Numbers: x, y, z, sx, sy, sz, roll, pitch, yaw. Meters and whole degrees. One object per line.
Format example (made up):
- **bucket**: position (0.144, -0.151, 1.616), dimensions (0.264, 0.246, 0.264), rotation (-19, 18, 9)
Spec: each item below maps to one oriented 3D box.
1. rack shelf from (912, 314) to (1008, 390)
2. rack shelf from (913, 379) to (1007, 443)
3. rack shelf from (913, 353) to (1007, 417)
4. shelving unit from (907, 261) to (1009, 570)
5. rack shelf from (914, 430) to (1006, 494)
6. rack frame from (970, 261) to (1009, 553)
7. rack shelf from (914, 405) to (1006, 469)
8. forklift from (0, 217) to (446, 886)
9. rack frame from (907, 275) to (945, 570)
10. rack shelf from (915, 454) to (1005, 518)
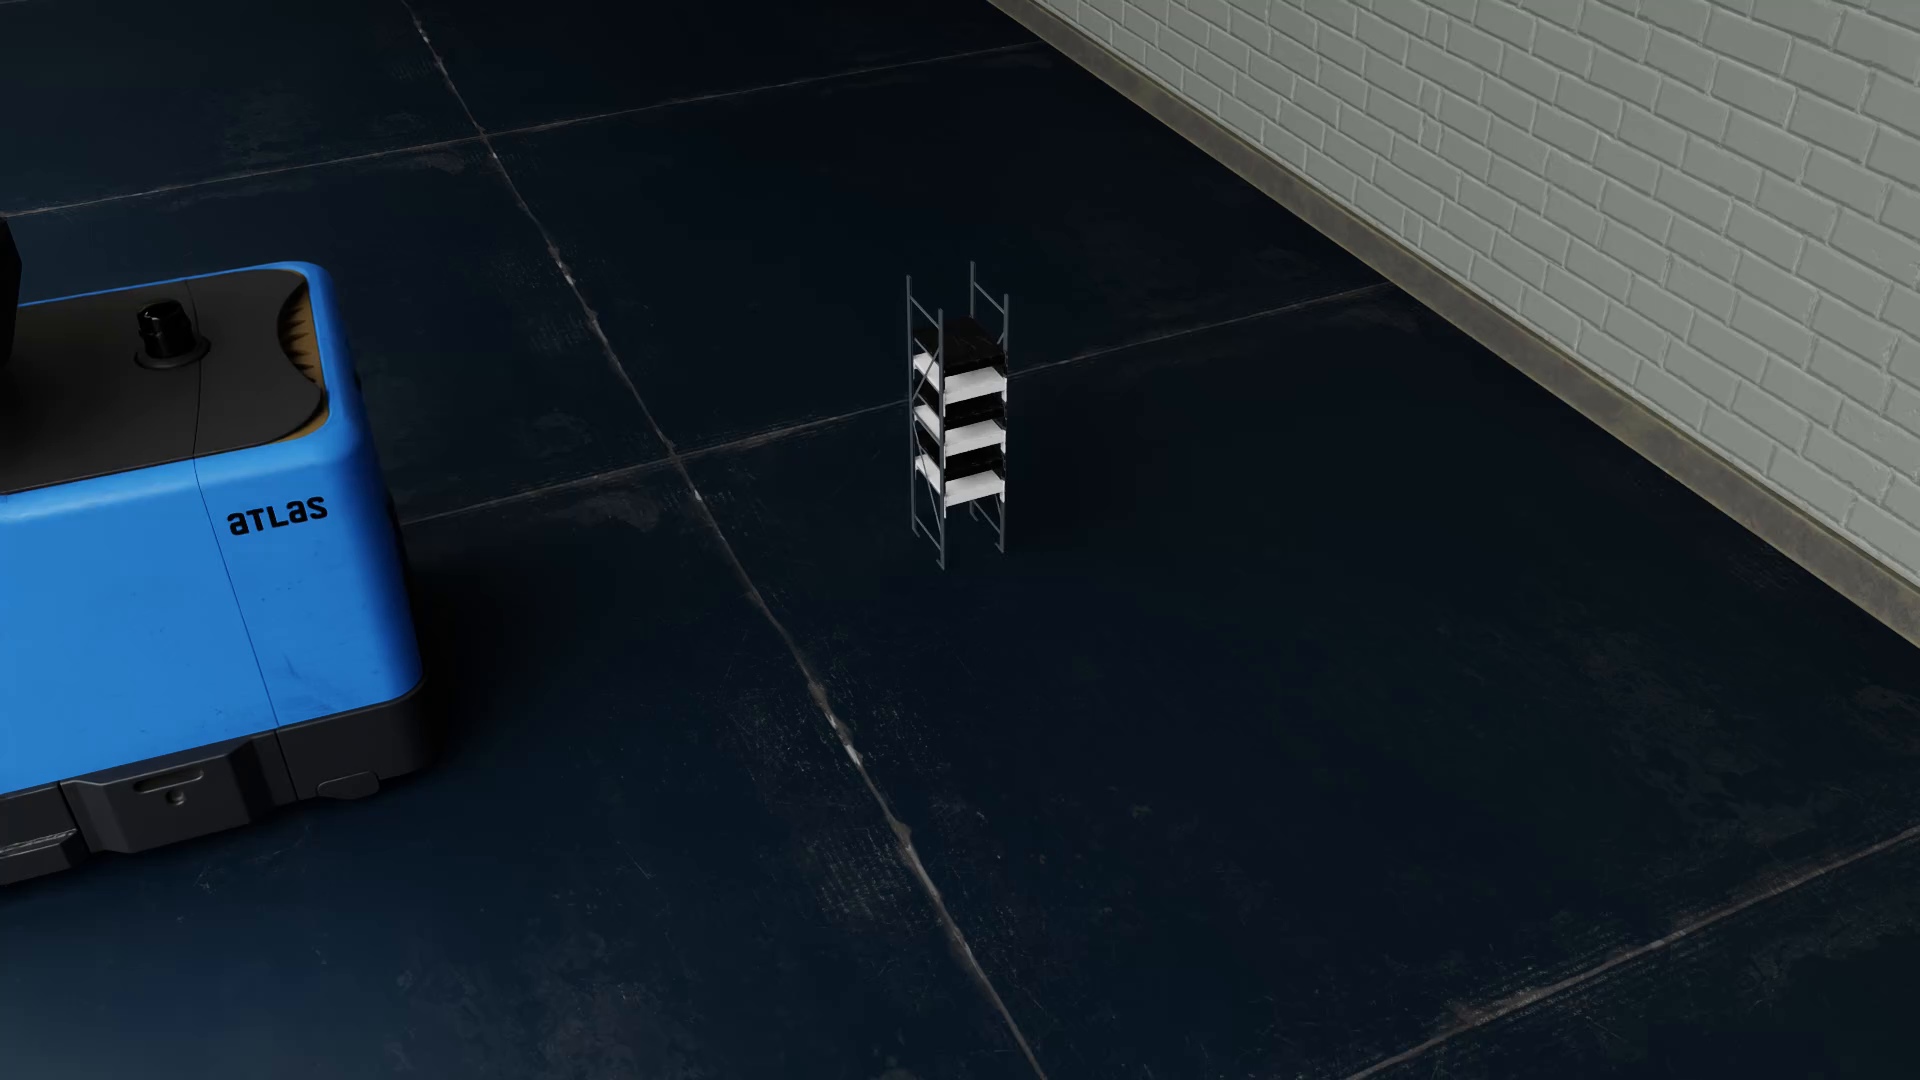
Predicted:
- **rack shelf**: position (-0.007, -0.549, 4.838), dimensions (0.200, 0.077, 0.258), rotation (-16, 39, -20)
- **rack shelf**: position (-0.007, -0.405, 4.945), dimensions (0.200, 0.077, 0.258), rotation (-16, 39, -20)
- **rack shelf**: position (-0.007, -0.477, 4.892), dimensions (0.200, 0.077, 0.258), rotation (-16, 39, -20)
- **shelving unit**: position (-0.007, -0.359, 4.979), dimensions (0.210, 0.900, 0.258), rotation (-16, 39, -20)
- **rack shelf**: position (-0.007, -0.260, 5.053), dimensions (0.200, 0.077, 0.258), rotation (-16, 39, -20)
- **rack frame**: position (0.085, -0.385, 5.014), dimensions (0.006, 0.900, 0.240), rotation (-16, 39, -20)
- **rack shelf**: position (-0.007, -0.333, 4.999), dimensions (0.200, 0.077, 0.258), rotation (-16, 39, -20)
- **forklift**: position (-2.932, -0.496, 3.459), dimensions (3.031, 2.935, 1.130), rotation (-13, 39, -17)
- **rack frame**: position (-0.099, -0.334, 4.944), dimensions (0.006, 0.900, 0.240), rotation (-16, 39, -20)
- **rack shelf**: position (-0.007, -0.188, 5.106), dimensions (0.200, 0.077, 0.258), rotation (-16, 39, -20)
